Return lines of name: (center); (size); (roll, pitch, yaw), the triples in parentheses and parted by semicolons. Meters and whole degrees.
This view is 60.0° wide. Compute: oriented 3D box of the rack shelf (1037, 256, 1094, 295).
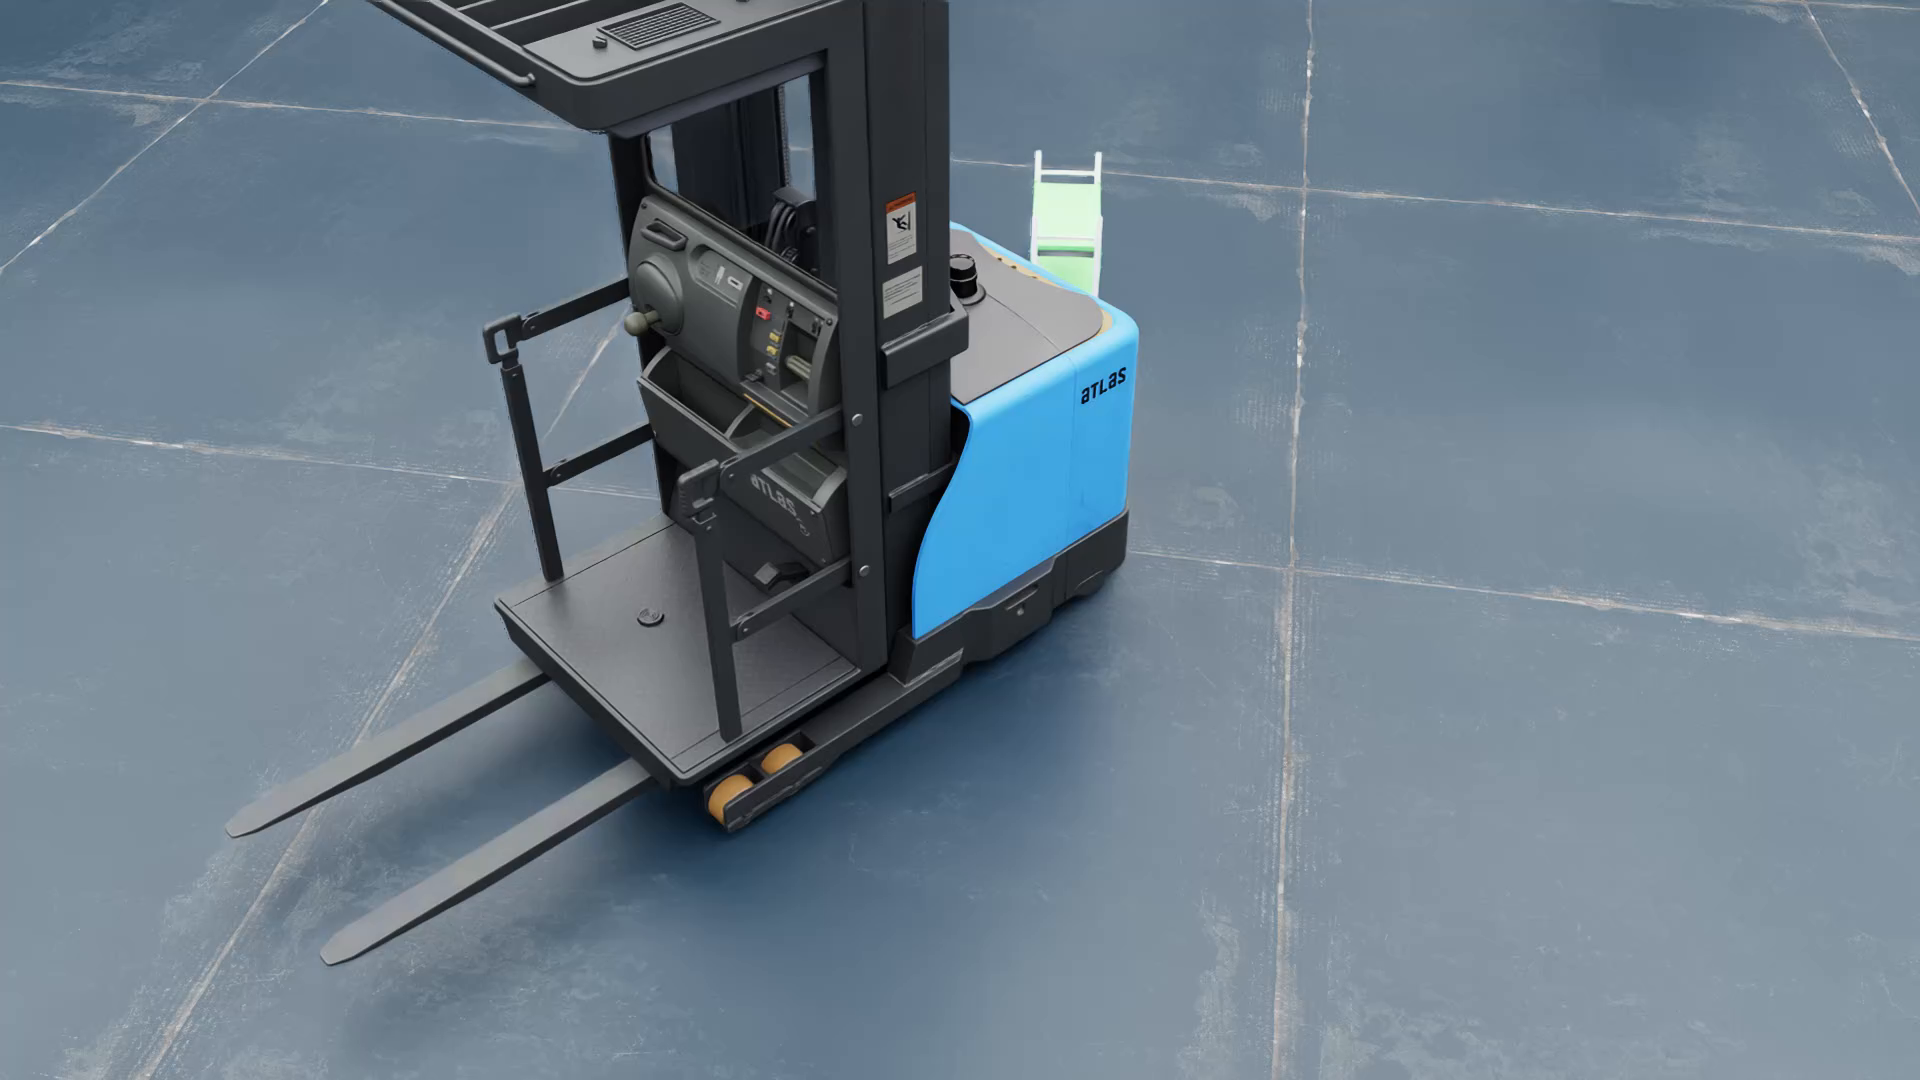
rack shelf: (0.383, -0.937, 6.166); (0.258, 0.148, 0.480); (2, 40, 3)

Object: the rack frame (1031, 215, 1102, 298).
rack frame: (0.368, -0.646, 6.090); (0.240, 1.200, 0.015); (2, 40, 3)

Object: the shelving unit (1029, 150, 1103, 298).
shelving unit: (0.383, -0.801, 6.278); (0.258, 1.200, 0.503); (2, 40, 3)

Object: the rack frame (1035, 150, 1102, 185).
rack frame: (0.398, -0.957, 6.466); (0.240, 1.200, 0.015); (2, 40, 3)

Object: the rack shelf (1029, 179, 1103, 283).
rack shelf: (0.383, -1.122, 6.013); (0.258, 0.148, 0.480); (2, 40, 3)

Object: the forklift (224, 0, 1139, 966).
forklift: (-0.823, -0.612, 4.690); (3.031, 2.935, 1.130); (-30, 48, -31)
